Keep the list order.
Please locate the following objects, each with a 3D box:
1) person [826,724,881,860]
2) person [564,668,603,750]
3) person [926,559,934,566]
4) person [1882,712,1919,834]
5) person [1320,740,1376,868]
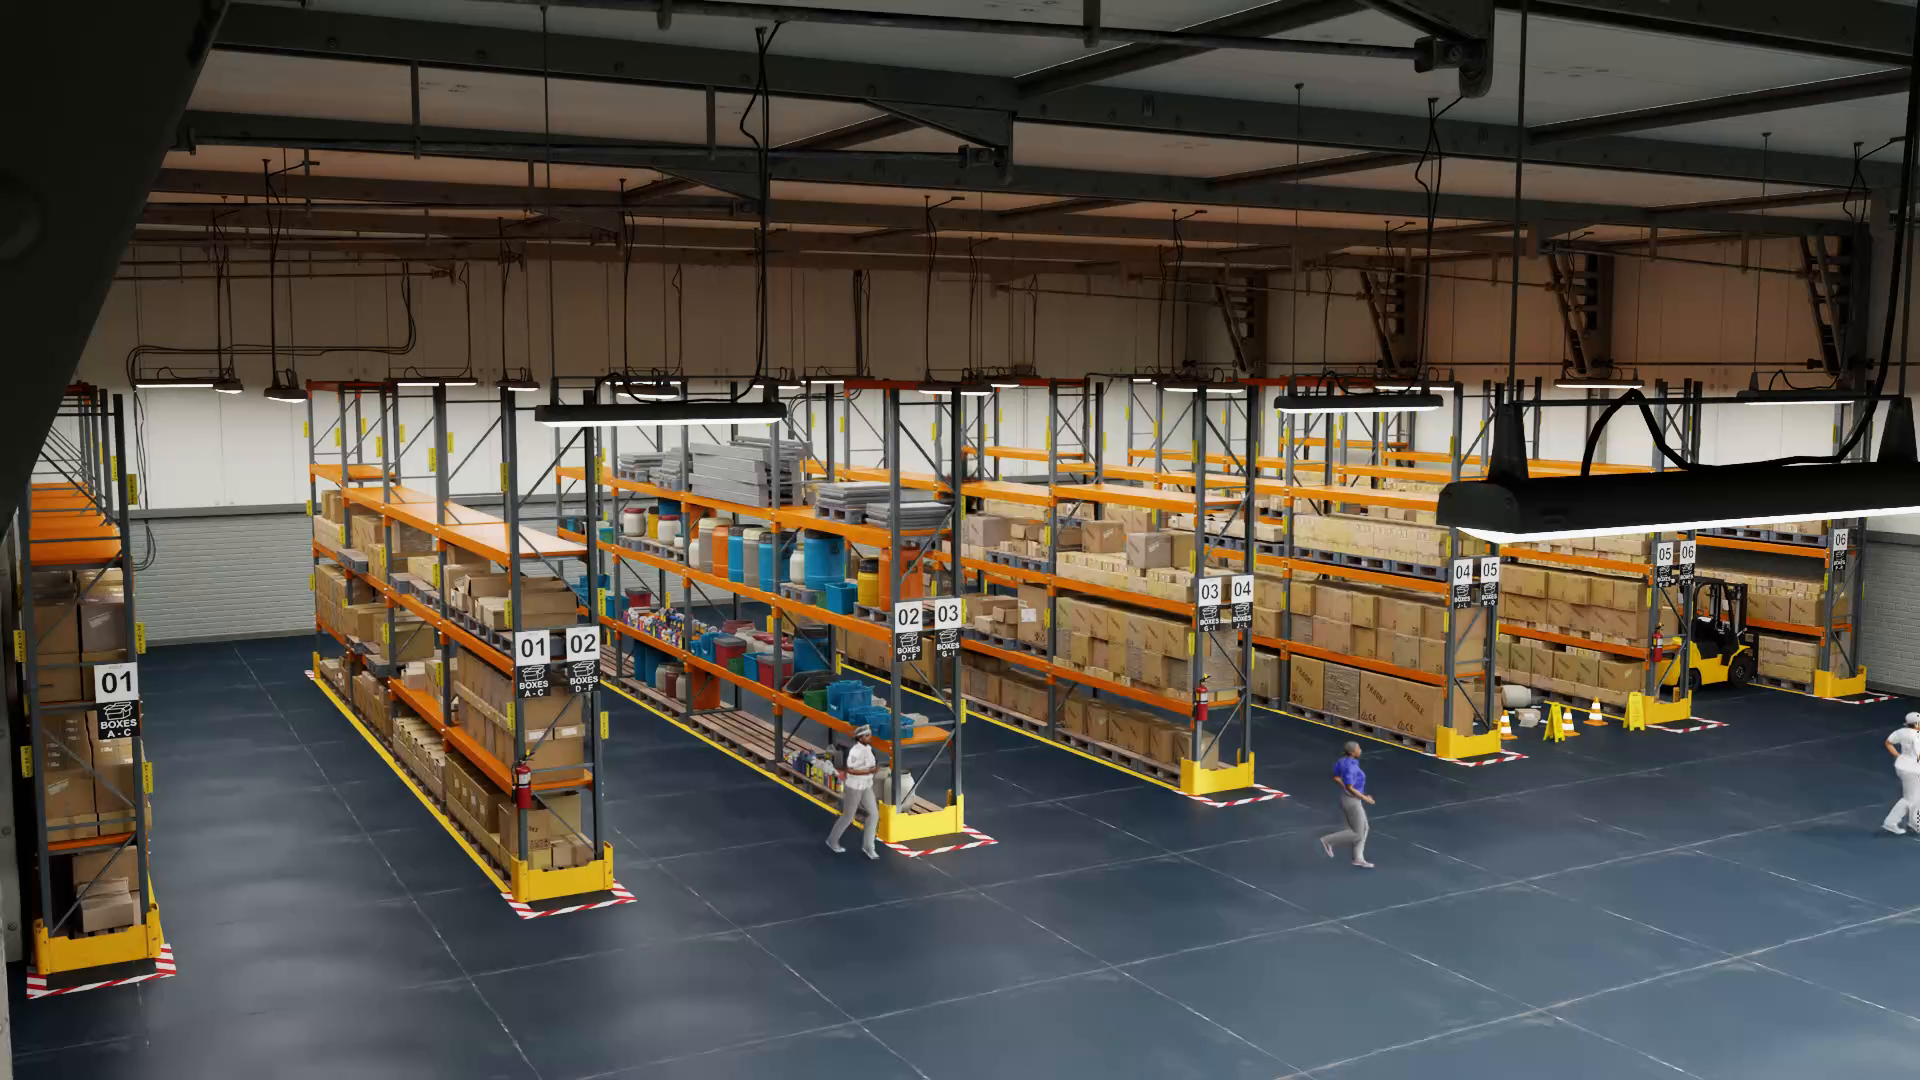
[{"bbox_3d":[-1.322,3.231,21.411,0.749,1.746,0.582,3,7,29],"label":"person"},{"bbox_3d":[-6.226,2.508,27.473,0.663,1.801,0.923,-4,7,-35],"label":"person"},{"bbox_3d":[-0.707,1.318,39.387,0.613,1.753,0.722,-2,6,-19],"label":"person"},{"bbox_3d":[12.721,3.147,22.225,0.705,1.719,0.585,1,6,8],"label":"person"},{"bbox_3d":[4.864,3.326,20.895,0.711,1.625,0.577,0,6,-2],"label":"person"}]
